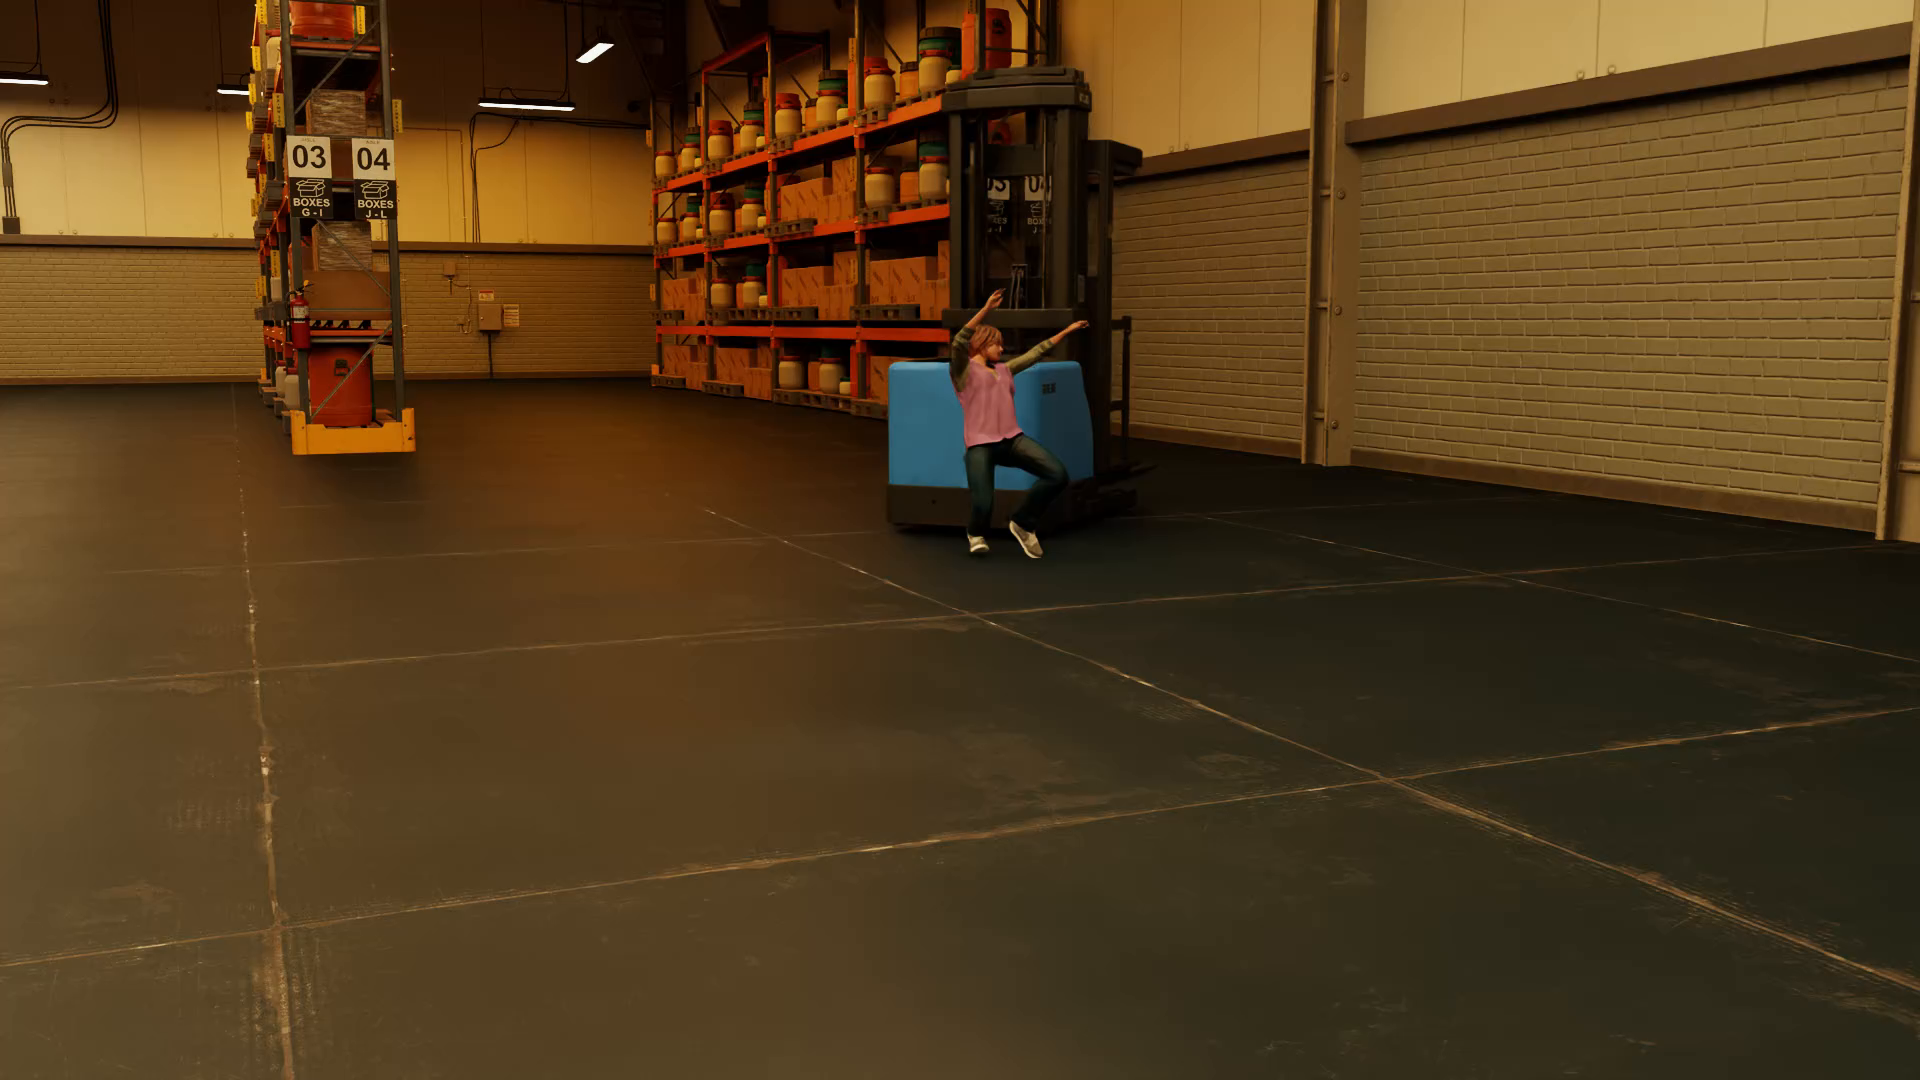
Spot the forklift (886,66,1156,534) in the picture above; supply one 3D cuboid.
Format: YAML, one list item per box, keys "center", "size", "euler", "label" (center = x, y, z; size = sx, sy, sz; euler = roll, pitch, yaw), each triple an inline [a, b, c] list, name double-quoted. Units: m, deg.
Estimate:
- center: [0.592, -1.646, 11.422]
  size: [1.130, 2.935, 3.031]
  euler: [3, 8, 23]
  label: "forklift"

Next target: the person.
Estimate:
- center: [0.378, -0.647, 9.351]
  size: [0.932, 1.505, 0.728]
  euler: [-4, 8, -26]
  label: "person"
